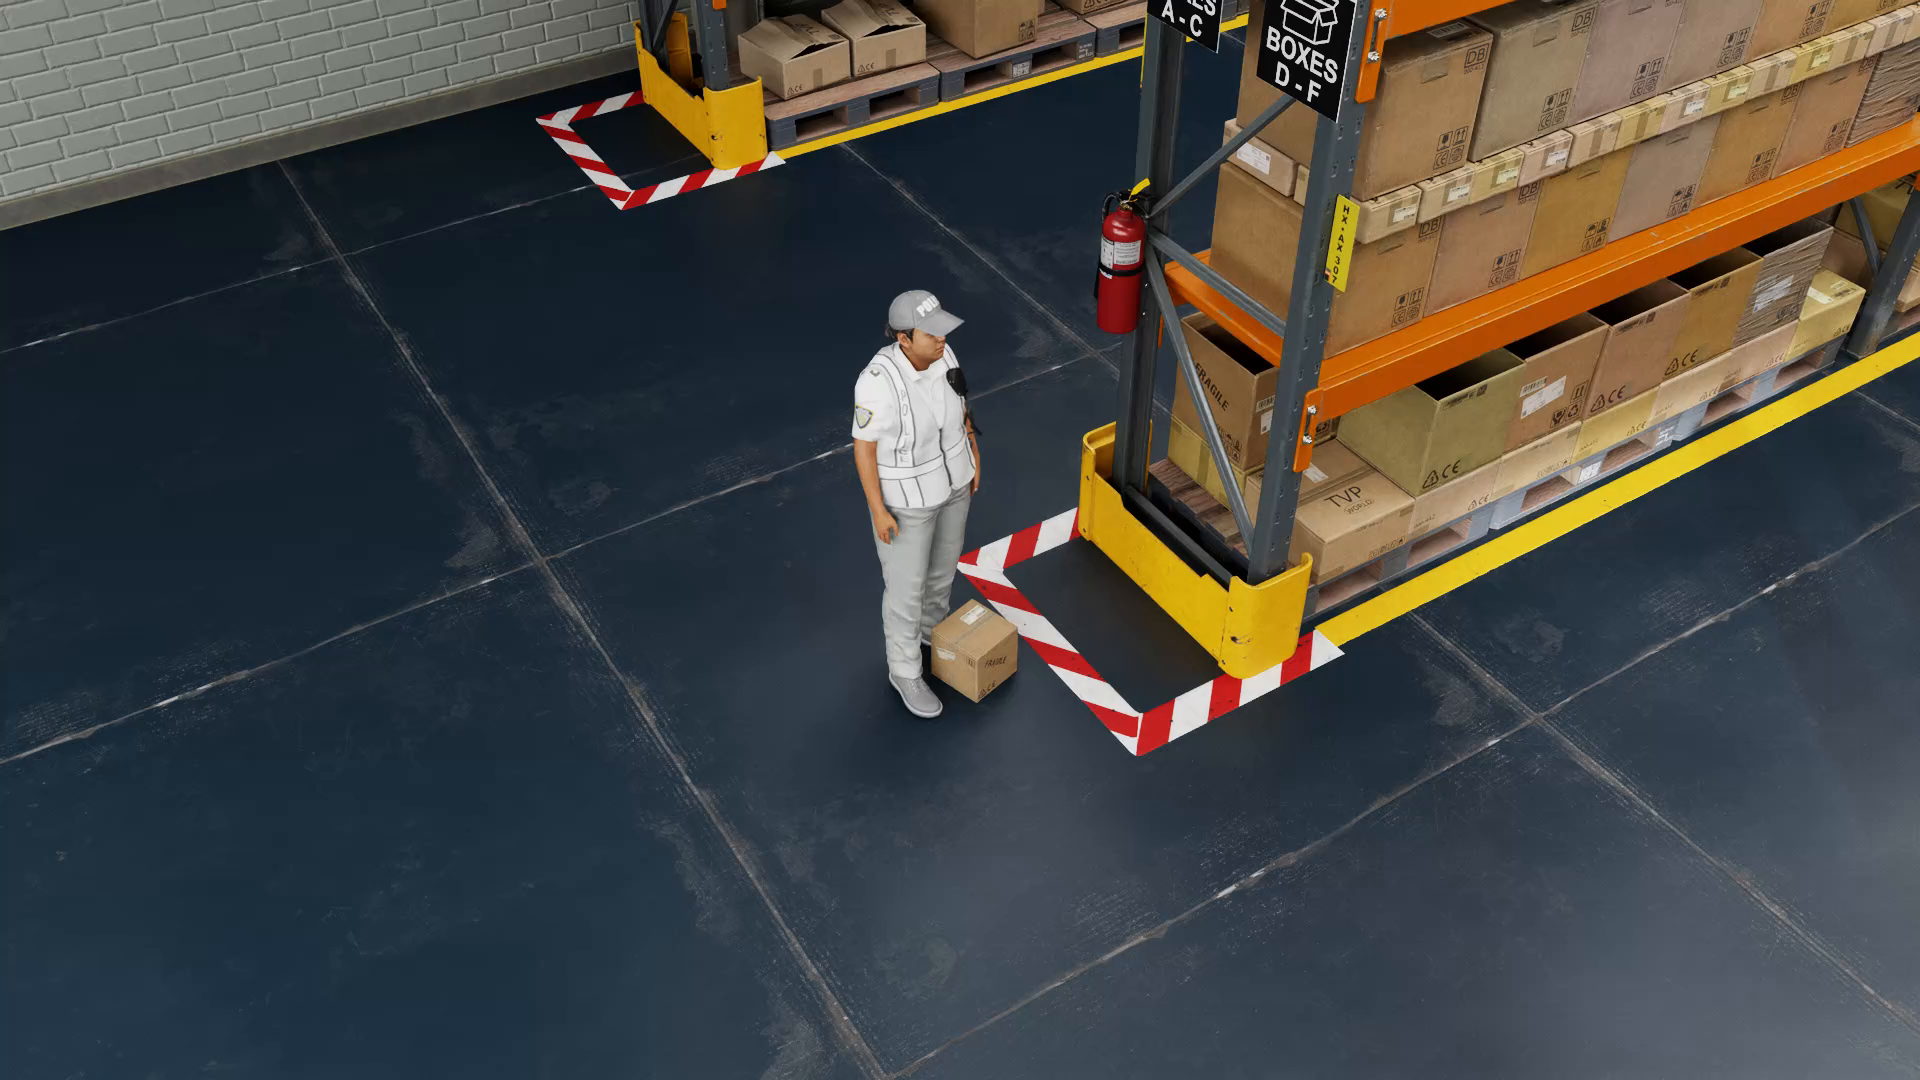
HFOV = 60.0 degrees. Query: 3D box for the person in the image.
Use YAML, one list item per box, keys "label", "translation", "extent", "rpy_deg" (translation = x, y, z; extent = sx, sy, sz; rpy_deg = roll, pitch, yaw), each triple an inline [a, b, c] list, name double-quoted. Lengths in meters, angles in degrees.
- label: "person"
  translation: [-0.108, -0.159, 6.321]
  extent: [0.529, 1.670, 0.598]
  rpy_deg: [32, 50, 32]
